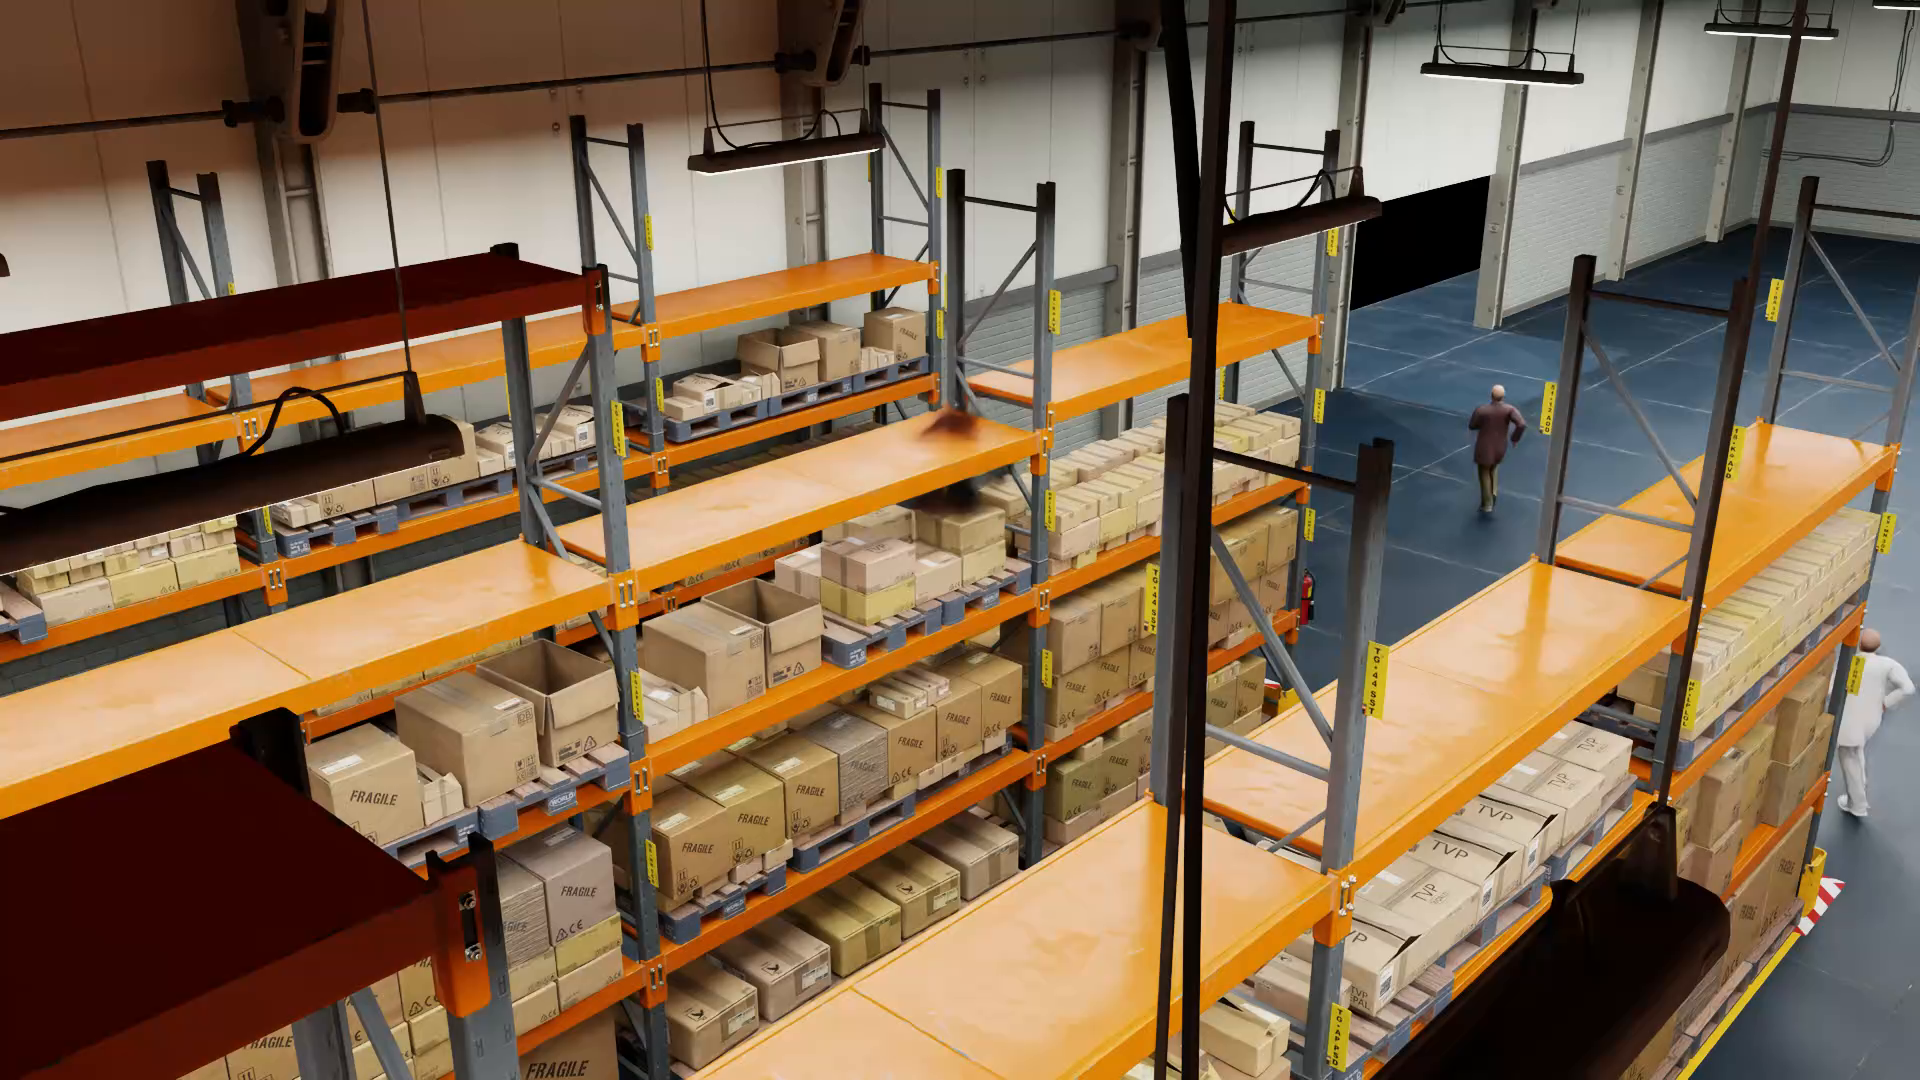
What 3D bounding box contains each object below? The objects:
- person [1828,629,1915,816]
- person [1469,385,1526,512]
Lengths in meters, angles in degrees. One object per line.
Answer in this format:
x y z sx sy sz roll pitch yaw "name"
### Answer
8.233 1.664 15.320 0.720 1.820 0.680 2 21 5 "person"
7.294 -1.250 22.810 0.671 1.821 0.798 0 21 0 "person"
